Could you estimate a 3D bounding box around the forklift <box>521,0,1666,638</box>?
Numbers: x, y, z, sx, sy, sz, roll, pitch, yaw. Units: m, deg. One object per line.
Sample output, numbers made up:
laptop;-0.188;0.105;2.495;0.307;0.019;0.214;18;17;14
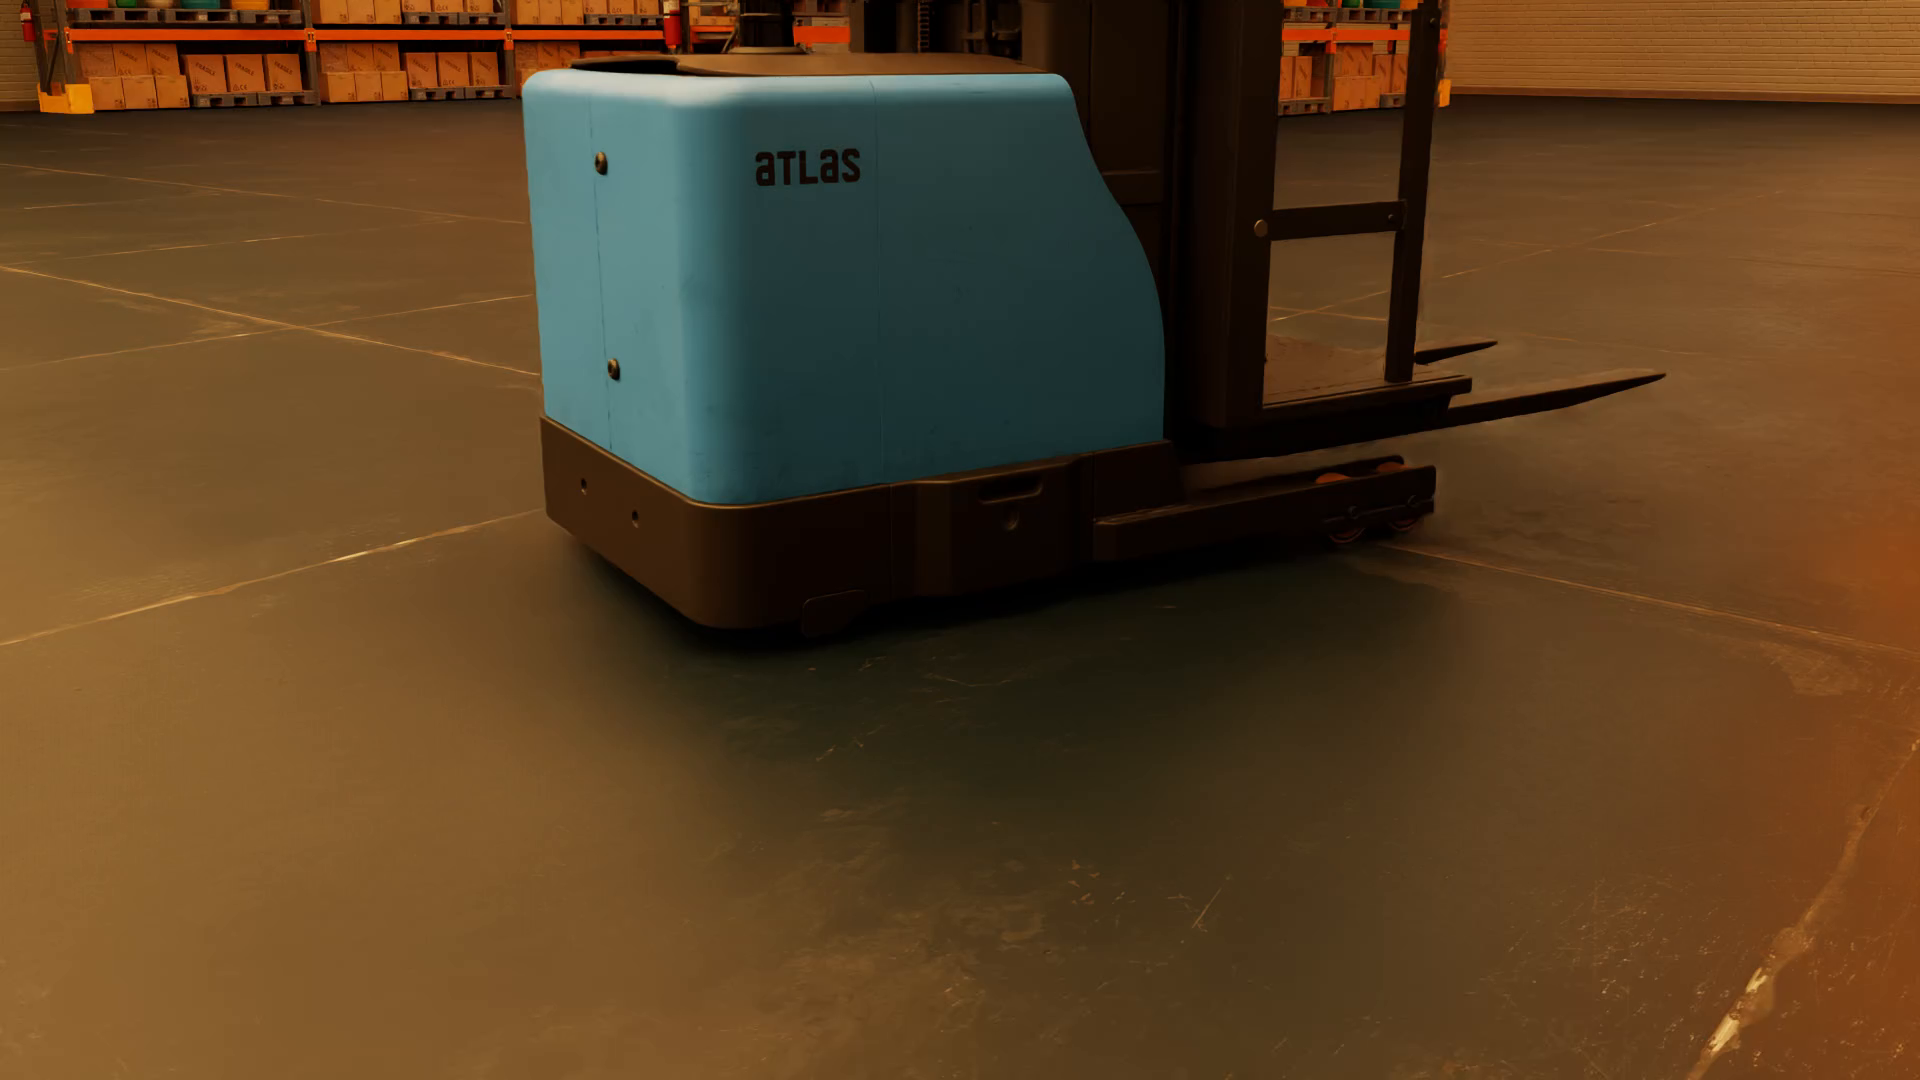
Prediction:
forklift;0.552;-1.514;3.883;3.031;2.935;1.130;-10;20;-30
